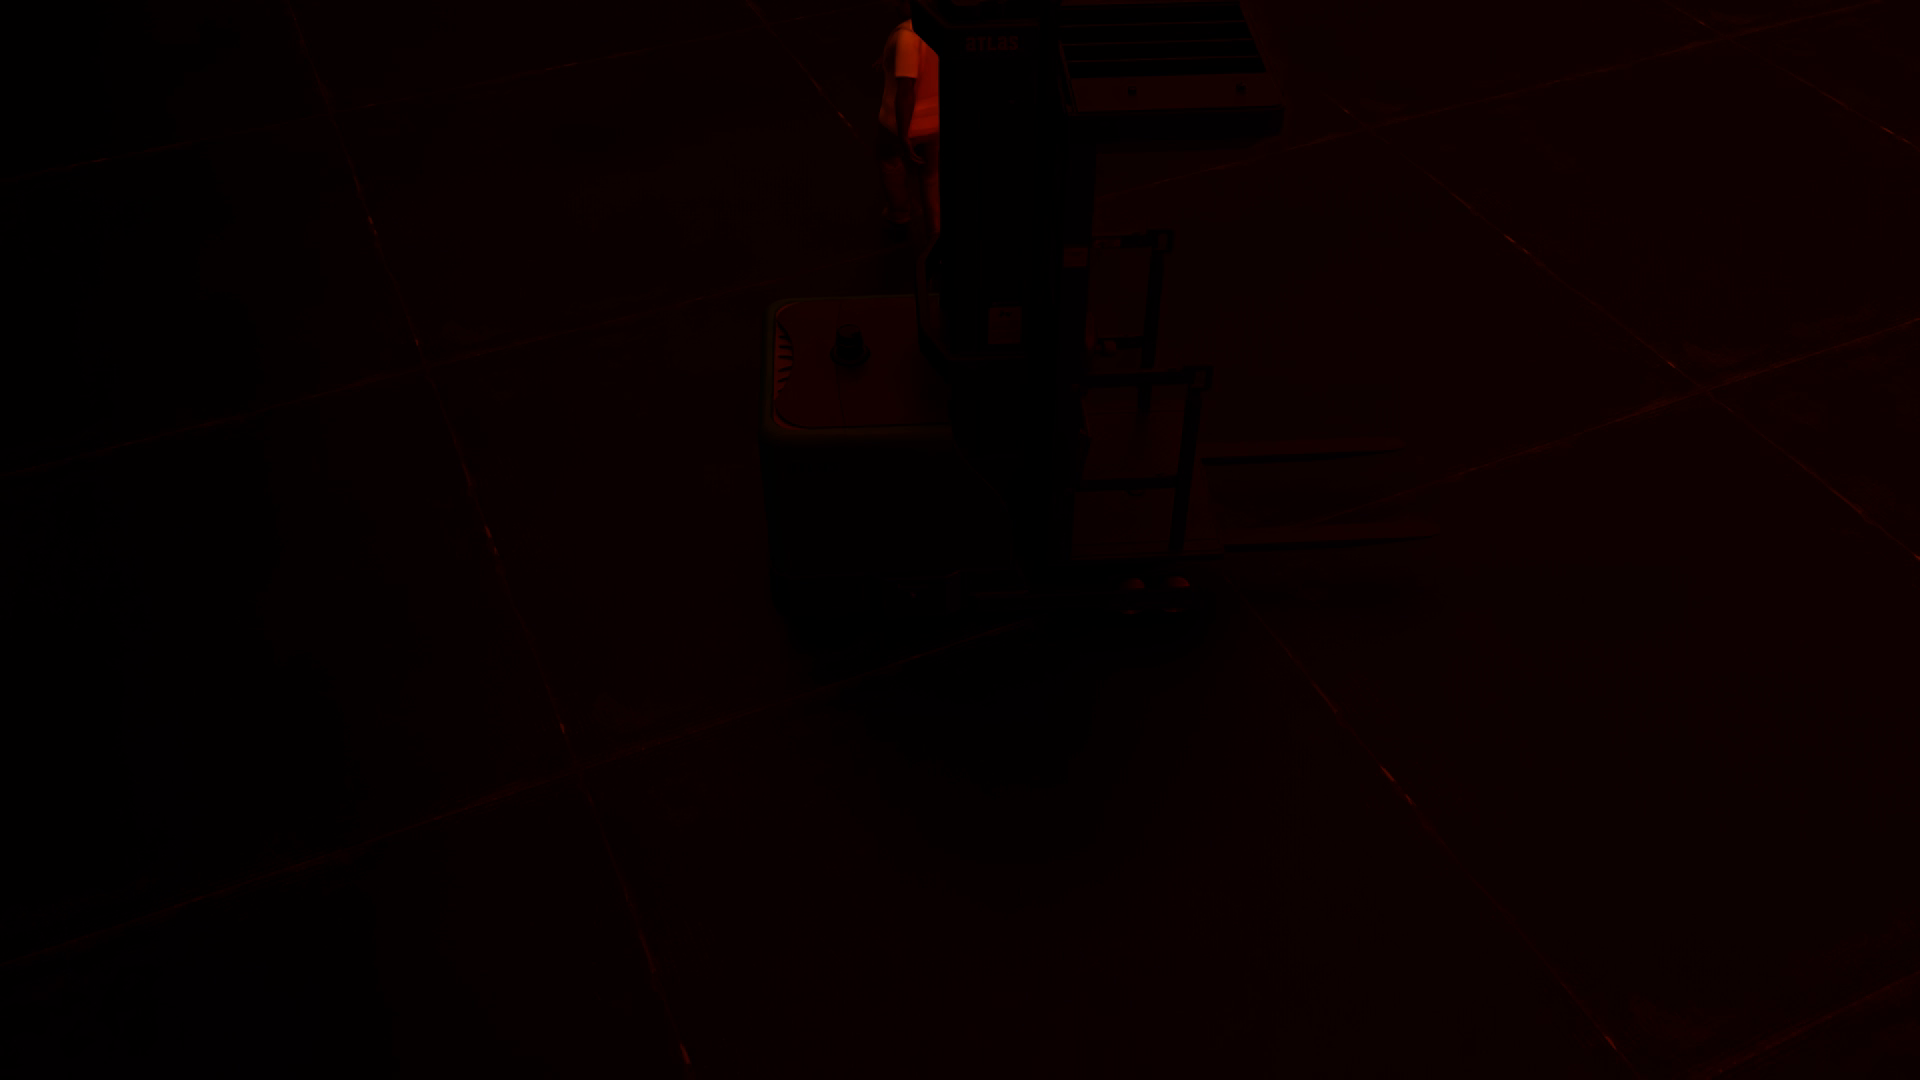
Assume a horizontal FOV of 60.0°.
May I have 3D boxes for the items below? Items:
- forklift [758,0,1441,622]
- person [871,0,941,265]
[{"bbox_3d":[0.648,-1.099,6.858,3.031,2.935,1.130,-2,43,-3],"label":"forklift"},{"bbox_3d":[-0.221,-2.331,9.114,0.604,1.738,0.936,-19,46,-20],"label":"person"}]
